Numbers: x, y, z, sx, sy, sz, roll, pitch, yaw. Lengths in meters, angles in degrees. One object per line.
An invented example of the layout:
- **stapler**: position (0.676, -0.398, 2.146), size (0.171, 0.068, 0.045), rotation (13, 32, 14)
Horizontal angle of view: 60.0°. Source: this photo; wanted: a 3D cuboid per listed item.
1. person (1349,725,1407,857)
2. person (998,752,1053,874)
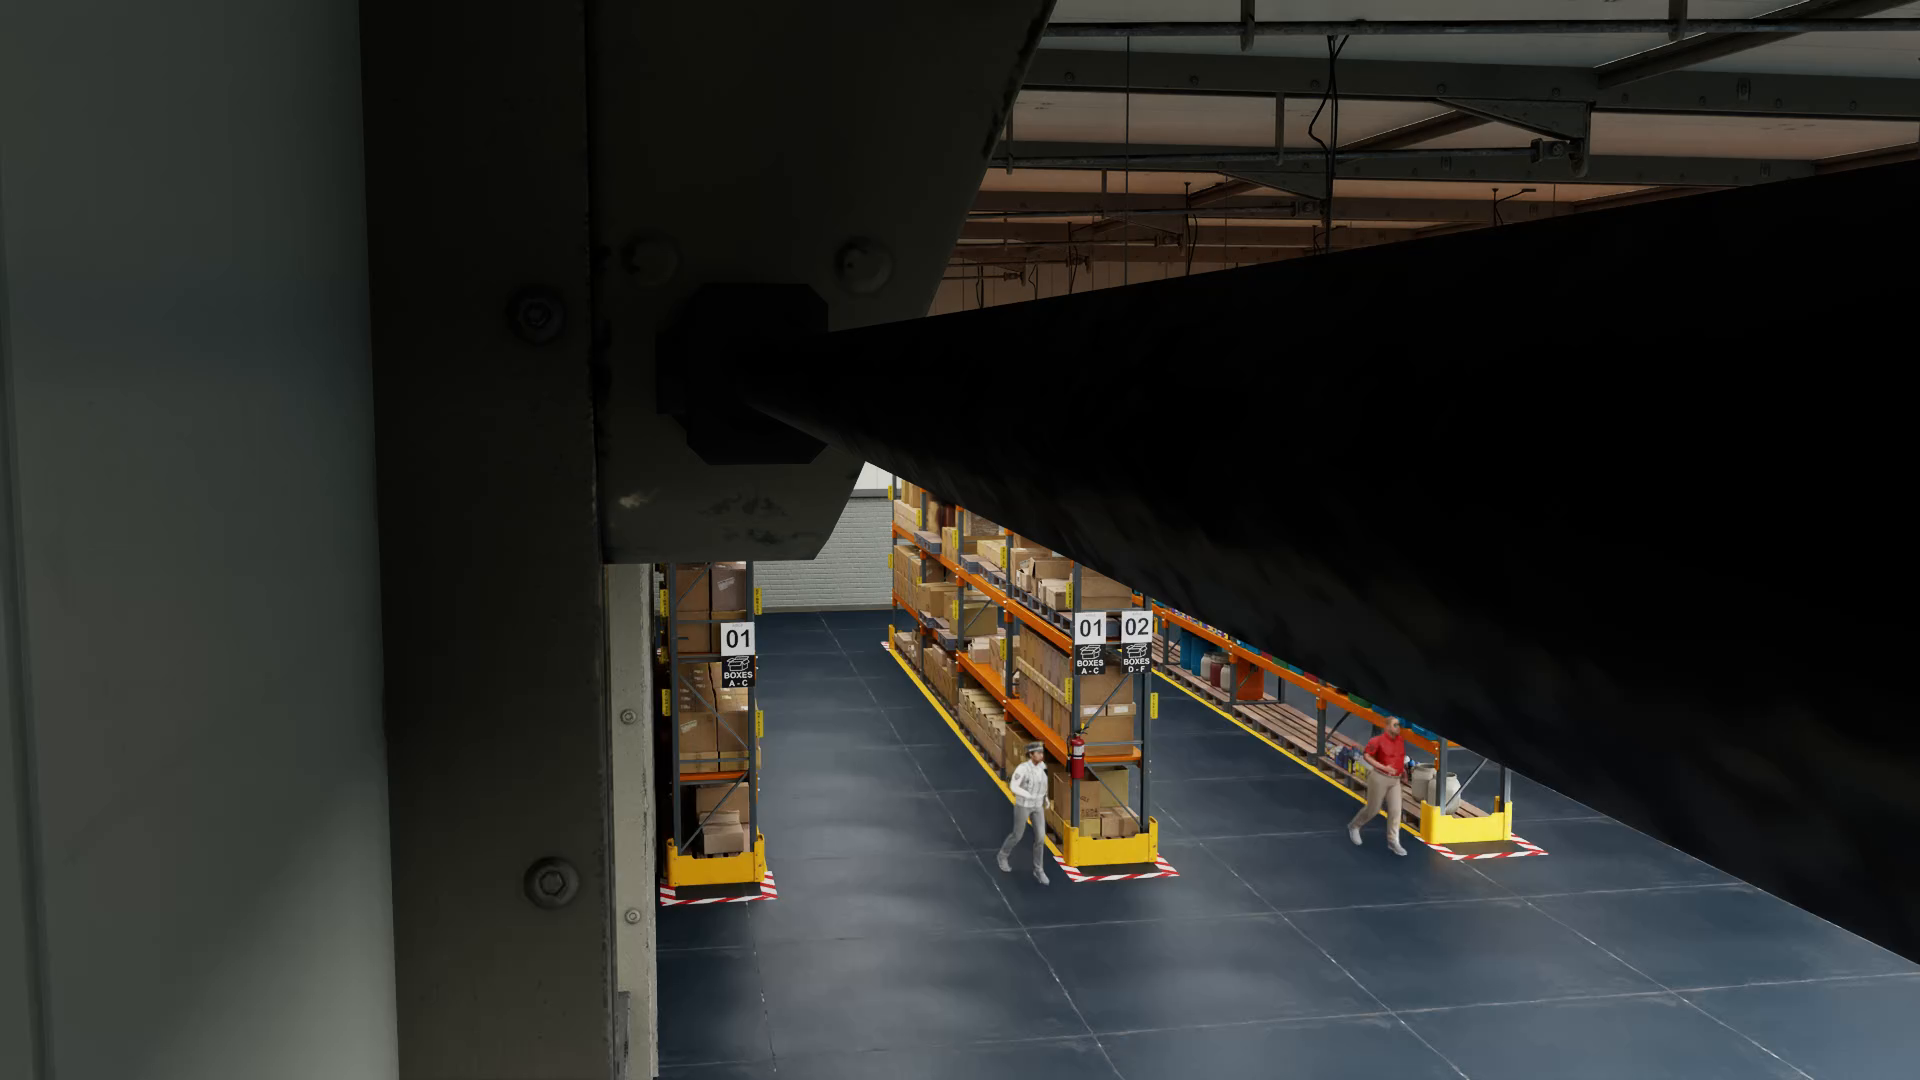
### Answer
- **person**: position (5.485, 3.190, 21.503), size (0.511, 1.640, 0.878), rotation (-3, 7, -27)
- **person**: position (0.875, 3.268, 20.416), size (0.665, 1.556, 0.679), rotation (-4, 8, -35)
